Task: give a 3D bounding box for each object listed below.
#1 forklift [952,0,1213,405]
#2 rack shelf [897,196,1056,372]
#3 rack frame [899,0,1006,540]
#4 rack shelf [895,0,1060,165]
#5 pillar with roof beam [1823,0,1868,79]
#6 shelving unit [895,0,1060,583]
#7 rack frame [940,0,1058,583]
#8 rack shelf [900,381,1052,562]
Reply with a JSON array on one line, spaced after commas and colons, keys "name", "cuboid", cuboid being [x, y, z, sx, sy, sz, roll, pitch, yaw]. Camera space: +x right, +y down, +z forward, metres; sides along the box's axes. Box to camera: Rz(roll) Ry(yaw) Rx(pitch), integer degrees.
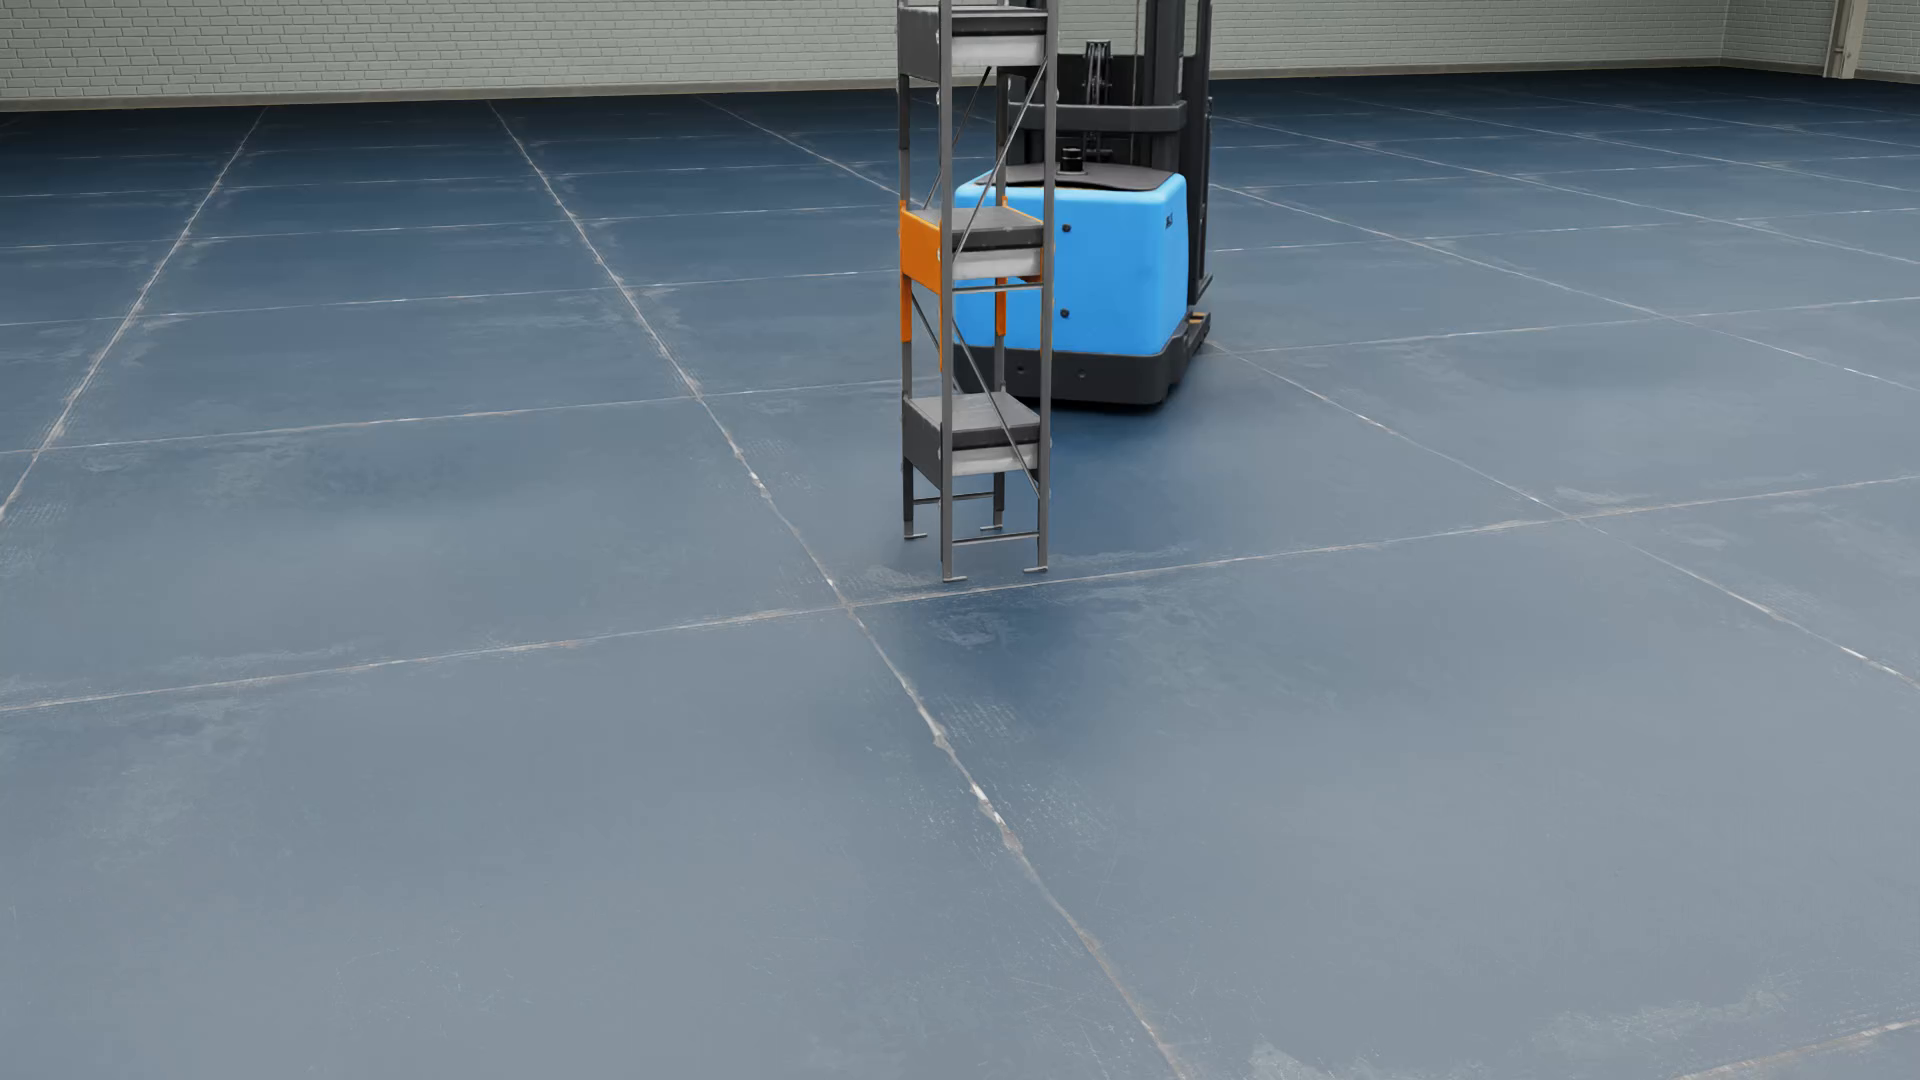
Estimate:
[{"name": "forklift", "cuboid": [0.831, -2.496, 9.029, 1.130, 2.935, 3.031, 5, 20, 14]}, {"name": "rack shelf", "cuboid": [0.052, -0.922, 5.918, 0.431, 0.518, 0.480, -6, 21, -17]}, {"name": "rack frame", "cuboid": [-0.025, -1.013, 6.132, 0.400, 2.100, 0.015, -6, 21, -17]}, {"name": "rack shelf", "cuboid": [0.052, -1.581, 5.682, 0.431, 0.518, 0.480, -6, 21, -17]}, {"name": "pillar with roof beam", "cuboid": [10.928, -11.679, 25.620, 9.100, 9.000, 0.400, -6, 21, -17]}, {"name": "shelving unit", "cuboid": [0.052, -0.935, 5.914, 0.431, 2.100, 0.503, -6, 21, -17]}, {"name": "rack frame", "cuboid": [0.129, -0.857, 5.696, 0.400, 2.100, 0.015, -6, 21, -17]}, {"name": "rack shelf", "cuboid": [0.052, -0.263, 6.155, 0.431, 0.518, 0.480, -6, 21, -17]}]
